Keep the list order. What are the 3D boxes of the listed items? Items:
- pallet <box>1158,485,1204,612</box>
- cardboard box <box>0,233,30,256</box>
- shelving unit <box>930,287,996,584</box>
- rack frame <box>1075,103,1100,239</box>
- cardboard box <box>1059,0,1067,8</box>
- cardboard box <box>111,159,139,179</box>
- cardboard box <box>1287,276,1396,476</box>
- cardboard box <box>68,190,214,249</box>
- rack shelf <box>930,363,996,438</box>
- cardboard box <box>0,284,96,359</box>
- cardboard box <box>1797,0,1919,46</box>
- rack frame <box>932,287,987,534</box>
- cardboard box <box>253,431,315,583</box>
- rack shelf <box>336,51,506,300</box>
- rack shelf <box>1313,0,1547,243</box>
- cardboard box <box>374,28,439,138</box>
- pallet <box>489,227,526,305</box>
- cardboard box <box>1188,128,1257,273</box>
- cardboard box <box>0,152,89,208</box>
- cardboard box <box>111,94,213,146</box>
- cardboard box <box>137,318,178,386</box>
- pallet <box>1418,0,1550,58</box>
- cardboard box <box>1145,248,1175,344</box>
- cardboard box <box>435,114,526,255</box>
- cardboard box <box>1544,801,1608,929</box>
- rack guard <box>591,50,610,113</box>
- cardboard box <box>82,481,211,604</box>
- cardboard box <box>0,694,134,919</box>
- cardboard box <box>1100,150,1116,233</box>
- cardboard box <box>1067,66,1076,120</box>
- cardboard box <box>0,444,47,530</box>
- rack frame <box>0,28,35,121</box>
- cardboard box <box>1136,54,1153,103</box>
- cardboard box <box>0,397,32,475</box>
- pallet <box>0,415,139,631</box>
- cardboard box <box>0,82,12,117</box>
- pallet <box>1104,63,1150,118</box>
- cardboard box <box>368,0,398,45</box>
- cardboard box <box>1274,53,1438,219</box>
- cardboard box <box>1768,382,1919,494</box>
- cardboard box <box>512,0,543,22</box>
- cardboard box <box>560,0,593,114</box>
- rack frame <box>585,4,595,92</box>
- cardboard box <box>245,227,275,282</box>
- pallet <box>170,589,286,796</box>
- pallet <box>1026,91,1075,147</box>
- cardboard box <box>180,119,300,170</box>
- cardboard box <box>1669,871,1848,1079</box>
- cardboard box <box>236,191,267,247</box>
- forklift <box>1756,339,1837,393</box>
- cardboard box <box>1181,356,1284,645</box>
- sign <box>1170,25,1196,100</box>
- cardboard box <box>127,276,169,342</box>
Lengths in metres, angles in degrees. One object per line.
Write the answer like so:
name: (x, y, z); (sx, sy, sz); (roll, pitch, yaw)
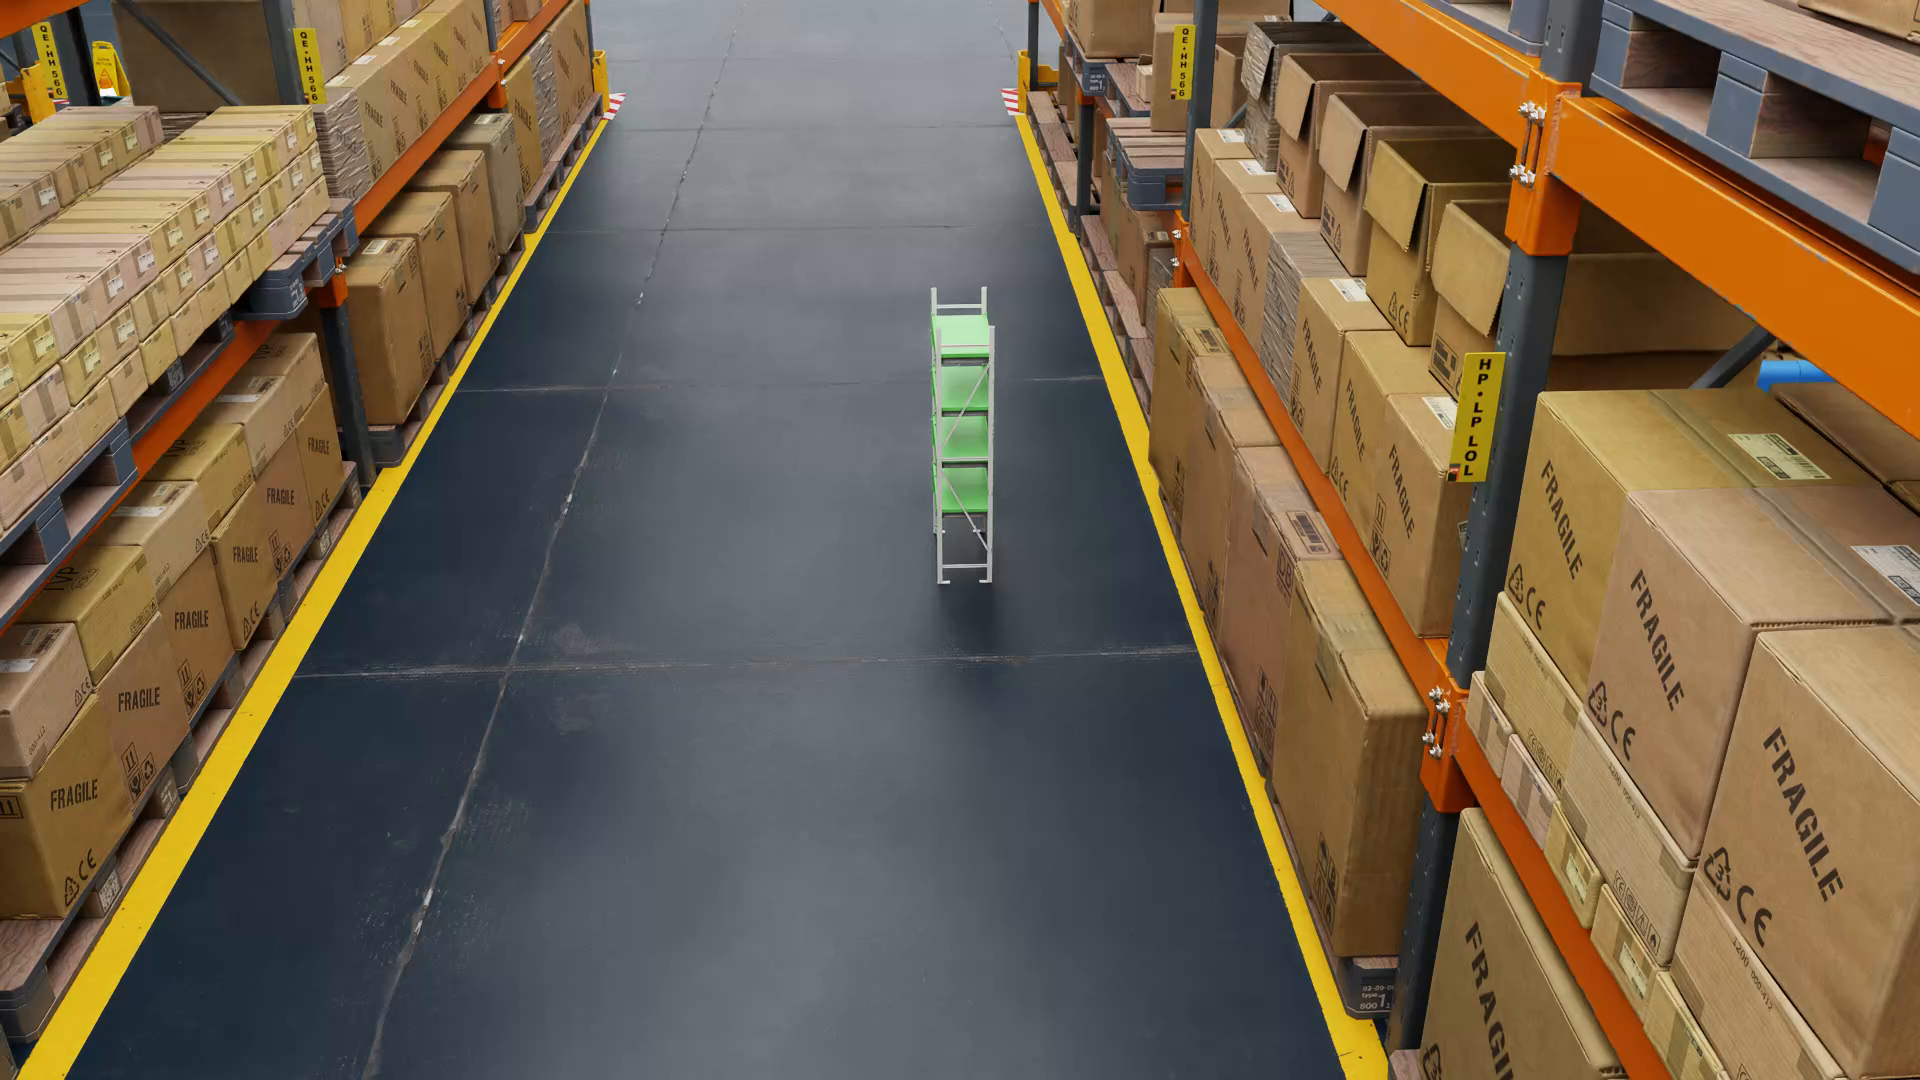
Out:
pallet: (1.506, -0.068, 7.653); (1.003, 0.211, 1.213); (-1, 28, -3)
cardboard box: (-3.525, -0.981, 5.884); (0.380, 0.149, 0.250); (-2, 28, -3)
shelving unit: (0.009, -0.456, 7.326); (0.258, 1.200, 0.503); (-1, 28, -3)
rack frame: (1.332, -3.518, 11.251); (1.000, 3.000, 0.127); (-1, 28, -3)
cardboard box: (0.963, -4.192, 12.815); (0.380, 0.149, 0.250); (-1, 28, -3)
cardboard box: (-3.577, -1.451, 6.784); (0.380, 0.149, 0.250); (0, 28, 0)
cardboard box: (1.399, -0.547, 5.447); (0.500, 0.500, 0.500); (-2, 28, -3)
cardboard box: (-2.869, -1.124, 5.835); (0.380, 0.149, 0.250); (0, 28, 0)
rack shelf: (0.009, -0.612, 7.245); (0.258, 0.148, 0.480); (-1, 28, -3)
cardboard box: (-2.812, -0.644, 4.916); (0.380, 0.149, 0.250); (-2, 28, -3)
cardboard box: (1.850, -1.068, 2.640); (0.700, 0.500, 0.500); (-3, 28, -6)
rack frame: (-0.004, -0.568, 7.542); (0.240, 1.200, 0.015); (-1, 28, -3)
cardboard box: (-3.099, -0.138, 7.020); (0.500, 0.500, 0.500); (0, 28, -1)
rack shelf: (-3.522, -2.202, 9.506); (1.077, 0.370, 4.000); (-1, 28, -3)
rack shelf: (1.645, -1.758, 5.411); (1.077, 0.370, 4.000); (-1, 28, -3)
cardboard box: (-3.251, -2.553, 9.294); (0.500, 0.500, 0.500); (-2, 28, -3)
pallet: (-3.511, -1.854, 11.076); (1.003, 0.211, 1.213); (-1, 28, -3)
cardboard box: (1.294, -1.484, 7.243); (0.500, 0.500, 0.500); (-1, 28, -1)
cardboard box: (-3.549, -1.358, 6.285); (0.380, 0.149, 0.250); (-3, 28, -5)
cardboard box: (-3.710, -1.843, 7.932); (0.500, 0.500, 0.500); (-1, 28, -3)
cardboard box: (-2.844, -0.621, 5.514); (0.380, 0.149, 0.250); (-2, 28, -4)
pallet: (1.652, -1.491, 4.328); (0.805, 0.209, 1.217); (-2, 28, -5)
cardboard box: (1.444, -1.322, 9.268); (0.700, 0.500, 0.500); (-4, 28, -7)
cardboard box: (-3.505, -2.349, 10.989); (1.050, 0.750, 0.750); (-2, 28, -3)
cardboard box: (1.461, 0.676, 3.482); (0.380, 0.149, 0.250); (-1, 28, -1)
rack guard: (-3.837, -4.195, 15.252); (1.175, 0.500, 0.348); (-1, 28, -3)
cardboard box: (-3.036, 0.010, 5.925); (0.500, 0.250, 0.500); (0, 28, -1)
cardboard box: (-2.983, 0.824, 5.175); (0.500, 0.500, 0.500); (0, 28, -1)
cardboard box: (1.342, -2.320, 11.183); (0.700, 0.500, 0.500); (-3, 28, -7)
cardboard box: (1.204, -3.879, 14.192); (0.500, 0.500, 0.500); (6, 28, 11)
cardboard box: (-2.791, -0.146, 4.604); (0.380, 0.149, 0.250); (-1, 28, -2)
rack frame: (-8.774, -5.126, 14.334); (1.000, 3.000, 0.127); (-1, 28, -3)
cardboard box: (1.184, -2.561, 9.107); (0.396, 0.266, 0.258); (-2, 28, -4)
cardboard box: (-2.786, -0.270, 4.519); (0.380, 0.149, 0.250); (-2, 28, -4)
pallet: (-3.104, -0.022, 4.755); (1.003, 0.211, 1.213); (-1, 28, -3)
cardboard box: (-8.462, -3.715, 14.148); (0.500, 0.250, 0.500); (-2, 28, -3)
pallet: (1.396, -2.499, 9.504); (1.003, 0.211, 1.213); (-1, 28, -3)
cardboard box: (-3.515, -2.999, 9.067); (0.700, 0.500, 0.500); (-2, 28, -3)
cardboard box: (1.594, -1.521, 6.229); (0.797, 0.503, 0.637); (-1, 28, -1)
cardboard box: (2.040, -0.015, 3.565); (0.500, 0.500, 0.500); (-1, 28, -1)
cardboard box: (-3.620, -4.187, 12.372); (0.875, 0.550, 0.550); (-1, 28, -3)
cardboard box: (-3.734, -4.224, 14.449); (0.875, 0.875, 0.875); (-1, 28, -2)
rack frame: (-3.836, -5.292, 14.653); (1.000, 3.000, 0.127); (-1, 28, -3)
cardboard box: (-2.899, -1.107, 6.446); (0.380, 0.149, 0.250); (-2, 28, -3)
pallet: (-3.318, 0.562, 6.444); (1.003, 0.211, 1.213); (-1, 28, -3)
pallet: (1.134, -3.717, 14.649); (1.003, 0.211, 1.213); (-1, 28, -3)
cardboard box: (-2.924, -1.605, 6.757); (0.380, 0.149, 0.250); (-2, 28, -3)
cardboard box: (1.566, 0.804, 2.806); (0.500, 0.250, 0.500); (-1, 28, -1)
cardboard box: (-2.893, -1.227, 6.354); (0.380, 0.149, 0.250); (-1, 28, -3)
forklift: (3.398, -1.753, 7.941); (1.130, 2.935, 3.031); (-1, 28, -1)
cardboard box: (1.595, -0.184, 6.702); (1.225, 0.875, 0.875); (-1, 28, -2)
sign: (0.999, -2.131, 7.426); (0.100, 0.325, 0.005); (-1, 28, -3)
cardboard box: (-2.844, -0.756, 5.451); (0.380, 0.149, 0.250); (-2, 28, -4)
